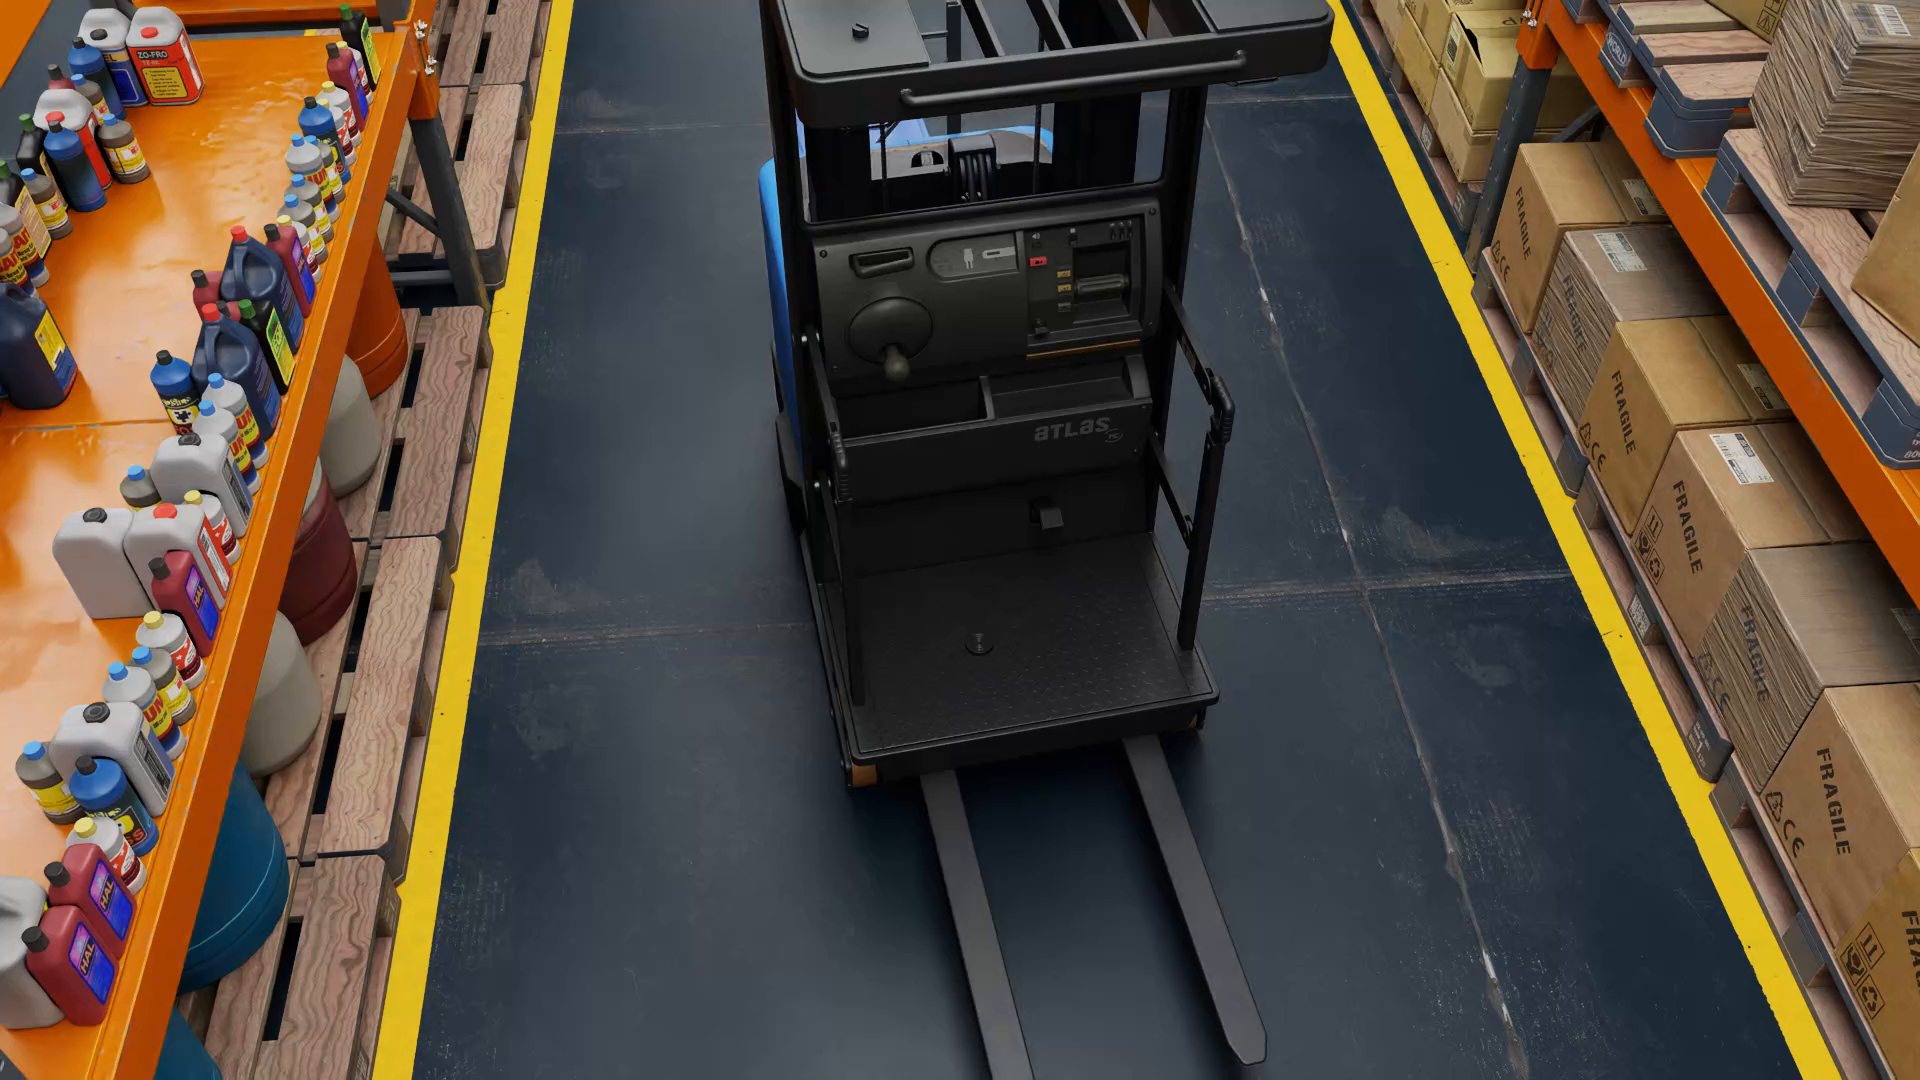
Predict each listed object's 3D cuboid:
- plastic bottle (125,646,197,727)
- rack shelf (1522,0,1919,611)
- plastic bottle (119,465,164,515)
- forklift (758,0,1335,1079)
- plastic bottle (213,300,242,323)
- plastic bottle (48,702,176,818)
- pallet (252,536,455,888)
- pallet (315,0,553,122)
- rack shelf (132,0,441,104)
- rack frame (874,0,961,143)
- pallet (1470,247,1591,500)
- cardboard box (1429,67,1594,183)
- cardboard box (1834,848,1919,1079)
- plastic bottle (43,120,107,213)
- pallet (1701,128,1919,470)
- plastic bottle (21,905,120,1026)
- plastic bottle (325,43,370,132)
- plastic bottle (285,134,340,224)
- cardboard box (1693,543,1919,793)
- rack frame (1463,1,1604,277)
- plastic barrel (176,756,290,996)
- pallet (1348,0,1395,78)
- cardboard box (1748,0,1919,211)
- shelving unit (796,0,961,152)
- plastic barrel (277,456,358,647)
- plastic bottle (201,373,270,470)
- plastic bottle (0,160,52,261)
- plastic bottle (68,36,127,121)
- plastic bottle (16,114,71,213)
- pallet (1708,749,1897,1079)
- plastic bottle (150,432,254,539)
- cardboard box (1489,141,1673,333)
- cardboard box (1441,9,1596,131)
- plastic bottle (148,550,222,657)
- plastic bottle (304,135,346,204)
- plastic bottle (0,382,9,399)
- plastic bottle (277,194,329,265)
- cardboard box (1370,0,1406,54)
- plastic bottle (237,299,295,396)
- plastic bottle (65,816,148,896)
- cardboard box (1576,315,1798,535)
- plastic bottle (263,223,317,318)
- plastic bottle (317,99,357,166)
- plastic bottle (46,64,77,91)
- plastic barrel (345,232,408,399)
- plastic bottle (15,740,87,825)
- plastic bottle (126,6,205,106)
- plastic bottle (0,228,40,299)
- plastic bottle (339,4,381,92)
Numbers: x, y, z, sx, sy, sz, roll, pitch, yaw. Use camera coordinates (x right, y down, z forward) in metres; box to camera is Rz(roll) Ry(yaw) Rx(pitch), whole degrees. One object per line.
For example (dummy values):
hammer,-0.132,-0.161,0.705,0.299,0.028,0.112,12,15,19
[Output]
plastic bottle,-1.706,0.303,3.534,0.097,0.201,0.097,0,47,0
rack shelf,2.743,-0.484,4.638,1.077,0.370,4.000,-3,47,-3
plastic bottle,-1.904,-0.093,3.909,0.097,0.201,0.097,0,47,0
forklift,0.131,-0.564,4.265,1.130,2.935,3.031,-9,47,-8
plastic bottle,-1.840,-0.513,4.250,0.061,0.283,0.133,-3,47,-3
plastic bottle,-1.715,0.433,3.359,0.152,0.276,0.135,-3,47,-3
pallet,-2.154,0.527,5.106,1.003,0.211,1.213,-3,47,-3
pallet,-2.486,-2.365,7.845,1.003,0.211,1.213,-3,47,-3
rack shelf,-2.528,-3.080,7.097,1.077,0.370,4.000,-3,47,-3
rack frame,-0.245,-1.167,5.822,0.500,1.500,0.032,-9,47,-8
pallet,2.601,-0.678,6.246,1.003,0.211,1.213,-3,47,-3
cardboard box,2.289,-1.744,6.940,0.500,0.250,0.500,-2,47,-2
cardboard box,2.584,1.084,4.076,0.500,0.500,0.500,-4,47,-4
plastic bottle,-2.565,-1.087,4.802,0.097,0.271,0.097,0,47,0
pallet,2.743,-0.706,4.485,1.003,0.211,1.213,-3,47,-3
plastic bottle,-1.631,0.762,3.042,0.061,0.283,0.133,-3,47,-3
plastic bottle,-1.882,-1.407,5.097,0.061,0.283,0.133,-3,47,-3
plastic bottle,-1.858,-1.036,4.754,0.097,0.271,0.097,0,47,0
cardboard box,2.509,0.363,4.759,0.500,0.500,0.500,-3,47,-3
rack frame,2.576,-2.179,5.748,1.000,3.000,0.127,-3,47,-3
plastic barrel,-2.113,0.684,4.193,0.600,0.901,0.708,-3,47,-3
pallet,2.447,-2.699,8.160,1.003,0.211,1.213,-3,47,-3
cardboard box,2.627,-1.236,4.496,0.700,0.500,0.500,4,47,4
shelving unit,-0.351,-1.527,6.164,0.538,1.500,1.048,-9,47,-8
plastic barrel,-2.208,-0.026,5.080,0.600,0.588,0.708,-3,47,-3
plastic bottle,-1.772,-0.294,4.051,0.097,0.271,0.097,0,47,0
plastic bottle,-2.623,-0.906,4.623,0.061,0.283,0.133,-3,47,-3
plastic bottle,-2.664,-1.418,5.116,0.097,0.271,0.097,0,47,0
plastic bottle,-2.642,-1.073,4.781,0.061,0.283,0.133,-3,47,-3
pallet,2.805,1.088,4.574,1.003,0.211,1.213,-3,47,-3
plastic bottle,-1.782,-0.140,3.902,0.152,0.276,0.135,-3,47,-3
cardboard box,2.329,-1.124,6.167,0.500,0.500,0.500,-2,47,-2
cardboard box,2.287,-1.935,6.735,0.500,0.311,0.500,-2,47,-2
plastic bottle,-1.706,0.120,3.651,0.061,0.283,0.133,-3,47,-3
plastic bottle,-1.866,-1.083,4.846,0.097,0.201,0.097,0,47,0
plastic bottle,-2.530,-0.502,4.245,0.152,0.276,0.135,-3,47,-3
plastic bottle,-1.842,-0.871,4.646,0.097,0.201,0.097,0,47,0
cardboard box,2.203,-2.480,7.638,0.500,0.250,0.500,-3,47,-2
plastic bottle,-1.779,-0.516,4.254,0.061,0.283,0.133,-3,47,-3
plastic bottle,-1.670,0.612,3.242,0.097,0.201,0.097,0,47,0
cardboard box,2.416,-0.382,5.465,0.500,0.500,0.500,-4,47,-4
plastic bottle,-1.806,-0.747,4.472,0.061,0.283,0.133,-3,47,-3
plastic bottle,-1.883,-1.223,4.980,0.097,0.201,0.097,0,47,0
plastic bottle,-2.664,-1.267,4.964,0.061,0.283,0.133,-3,47,-3
plastic barrel,-2.303,-0.926,5.766,0.600,0.830,0.708,-3,47,-3
plastic bottle,-1.838,0.480,3.366,0.097,0.201,0.097,0,47,0
plastic bottle,-2.495,-1.514,5.204,0.152,0.276,0.135,-3,47,-3
plastic bottle,-2.587,-0.749,4.482,0.097,0.271,0.097,0,47,0
plastic bottle,-1.901,-1.574,5.255,0.061,0.283,0.133,-3,47,-3
